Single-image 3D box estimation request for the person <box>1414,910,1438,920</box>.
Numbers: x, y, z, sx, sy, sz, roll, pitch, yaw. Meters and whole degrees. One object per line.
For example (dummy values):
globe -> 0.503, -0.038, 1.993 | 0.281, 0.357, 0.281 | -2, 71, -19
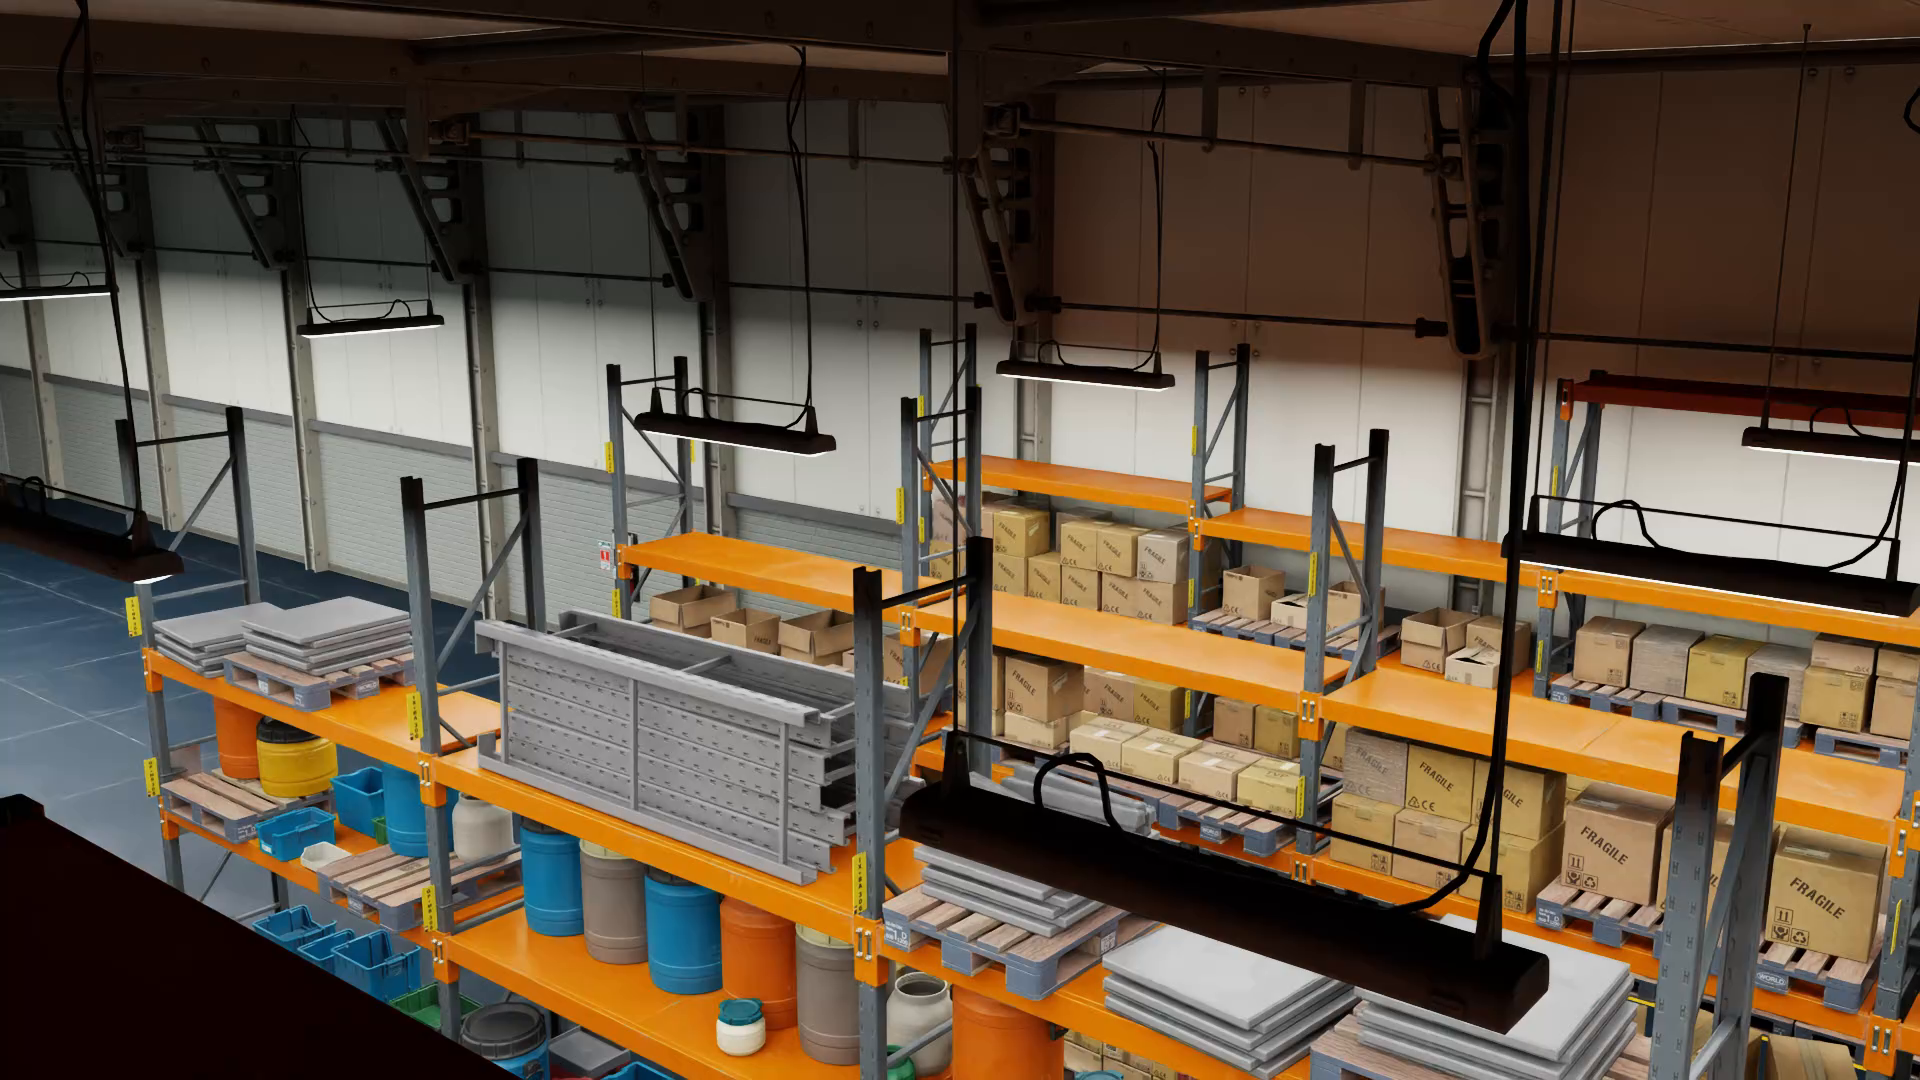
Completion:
person -> 4.182, 3.980, 15.093 | 0.429, 1.512, 0.966 | -10, 16, -38
